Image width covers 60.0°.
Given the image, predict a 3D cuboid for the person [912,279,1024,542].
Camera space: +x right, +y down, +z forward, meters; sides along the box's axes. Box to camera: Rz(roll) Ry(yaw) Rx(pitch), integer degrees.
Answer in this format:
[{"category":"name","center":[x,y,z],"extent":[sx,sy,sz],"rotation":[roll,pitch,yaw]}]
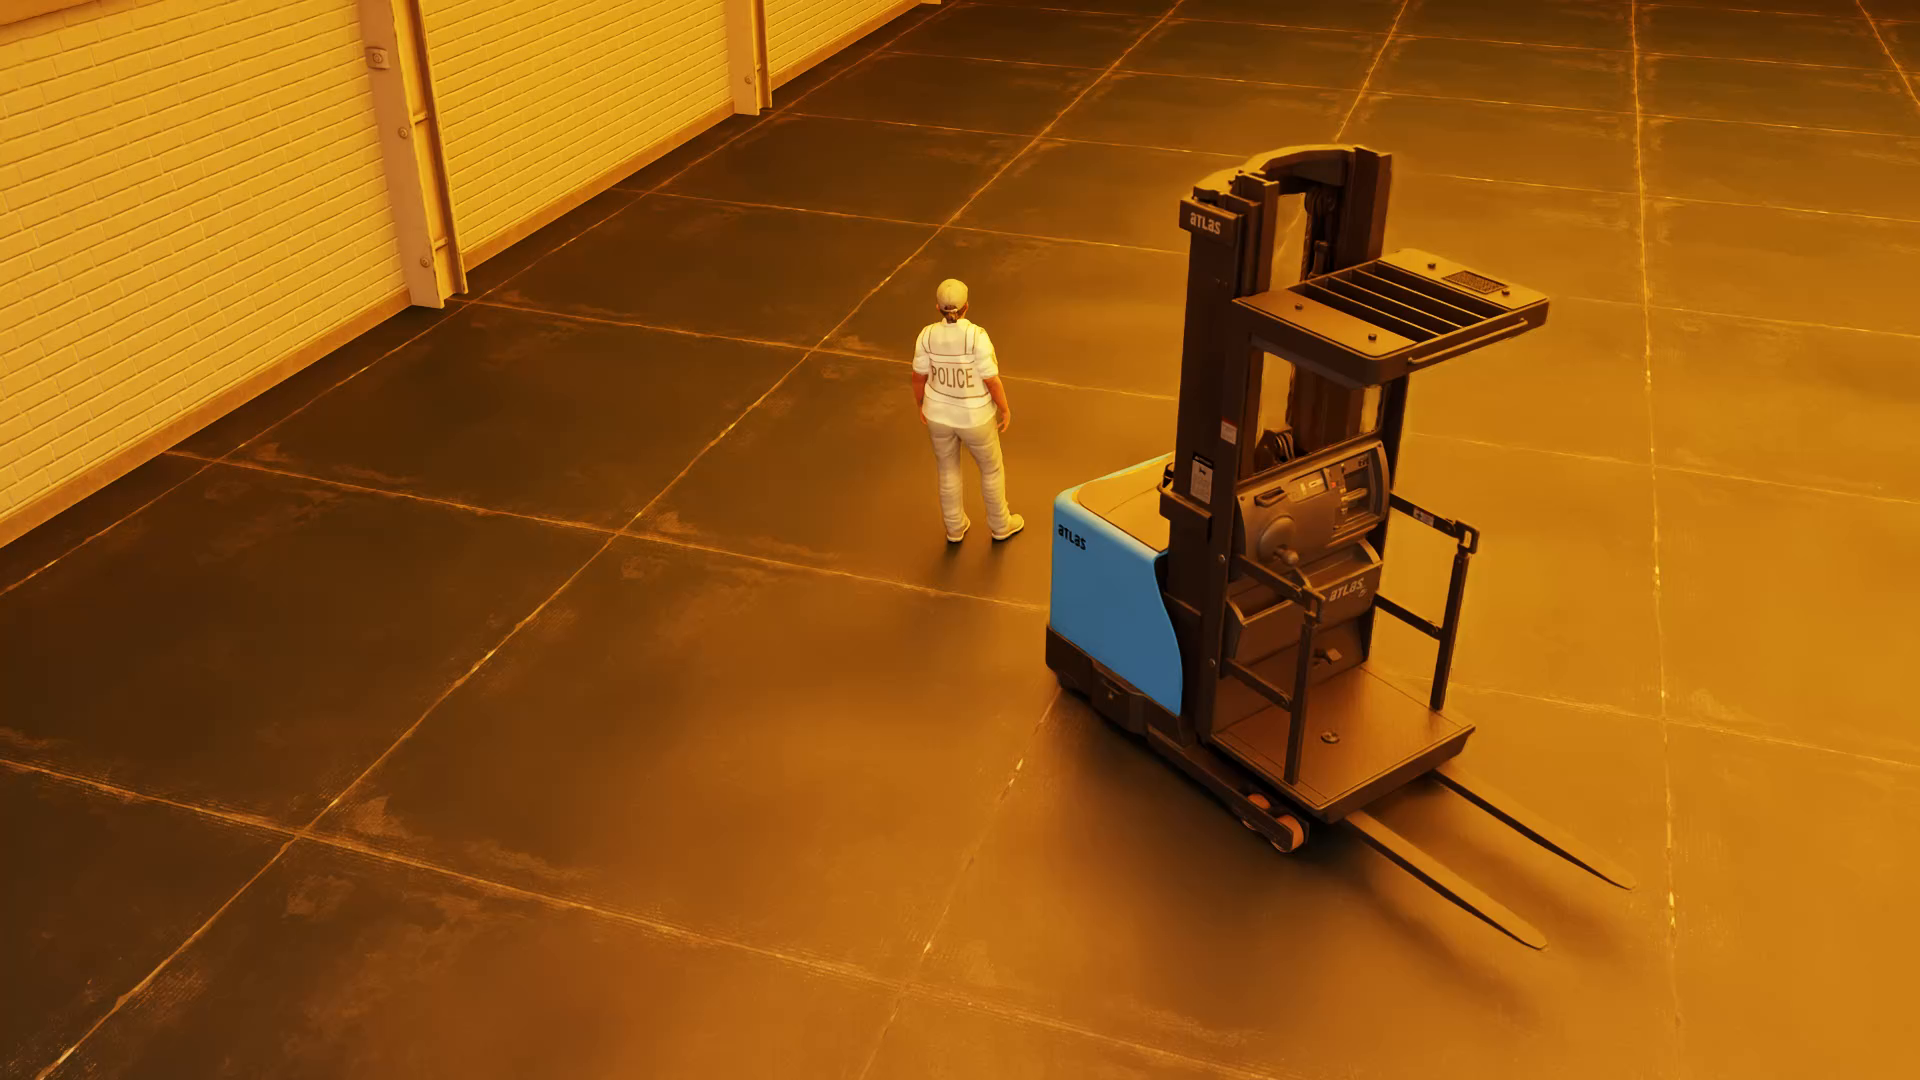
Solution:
[{"category":"person","center":[0.047,-0.762,9.737],"extent":[0.598,1.670,0.529],"rotation":[10,31,16]}]

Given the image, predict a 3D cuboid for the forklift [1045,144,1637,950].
[{"category":"forklift","center":[1.726,-0.124,7.354],"extent":[1.130,2.935,3.031],"rotation":[-20,35,-31]}]
